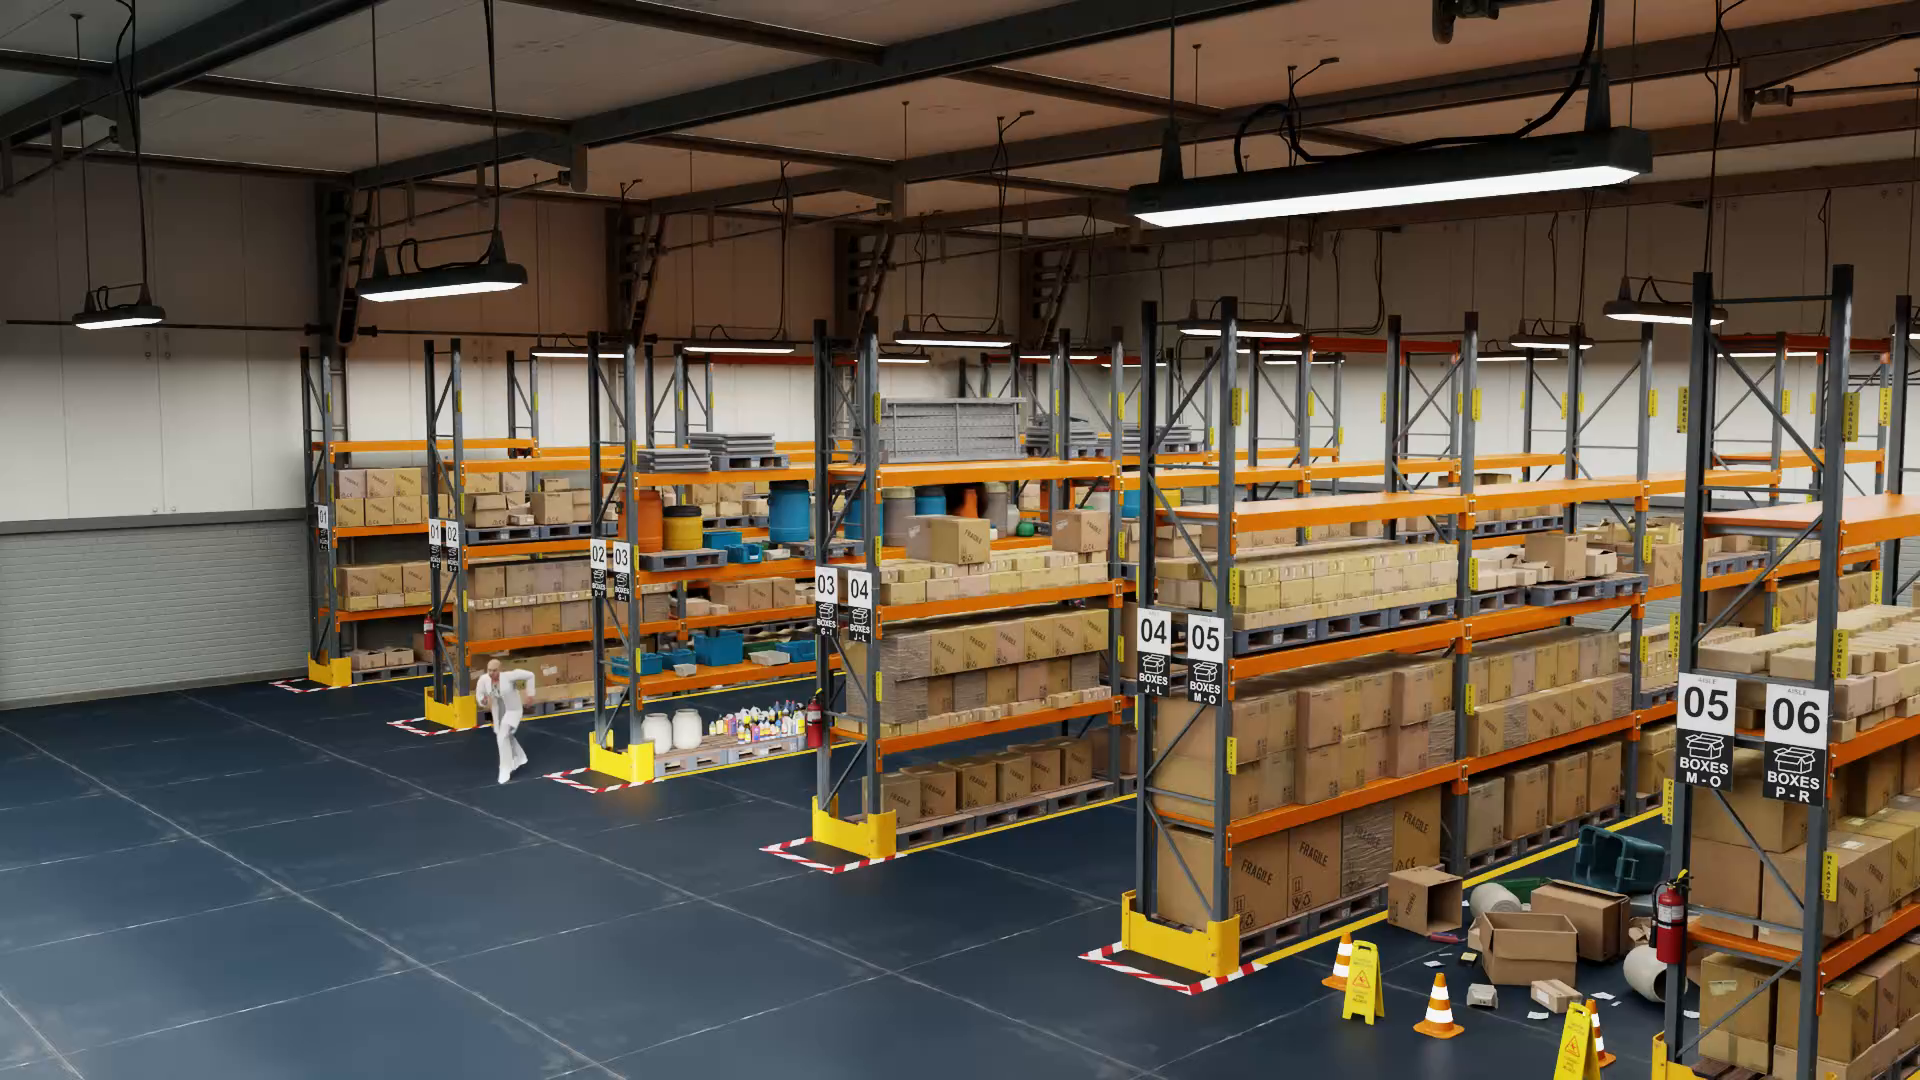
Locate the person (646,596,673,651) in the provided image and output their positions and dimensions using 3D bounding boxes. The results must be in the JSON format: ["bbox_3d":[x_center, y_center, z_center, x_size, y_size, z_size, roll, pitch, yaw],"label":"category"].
[{"bbox_3d":[-5.591,1.604,30.370,0.731,1.841,0.656,-5,7,-43],"label":"person"}]

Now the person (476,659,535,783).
[{"bbox_3d":[-6.059,2.398,22.304,0.748,1.715,1.066,1,5,10],"label":"person"}]
